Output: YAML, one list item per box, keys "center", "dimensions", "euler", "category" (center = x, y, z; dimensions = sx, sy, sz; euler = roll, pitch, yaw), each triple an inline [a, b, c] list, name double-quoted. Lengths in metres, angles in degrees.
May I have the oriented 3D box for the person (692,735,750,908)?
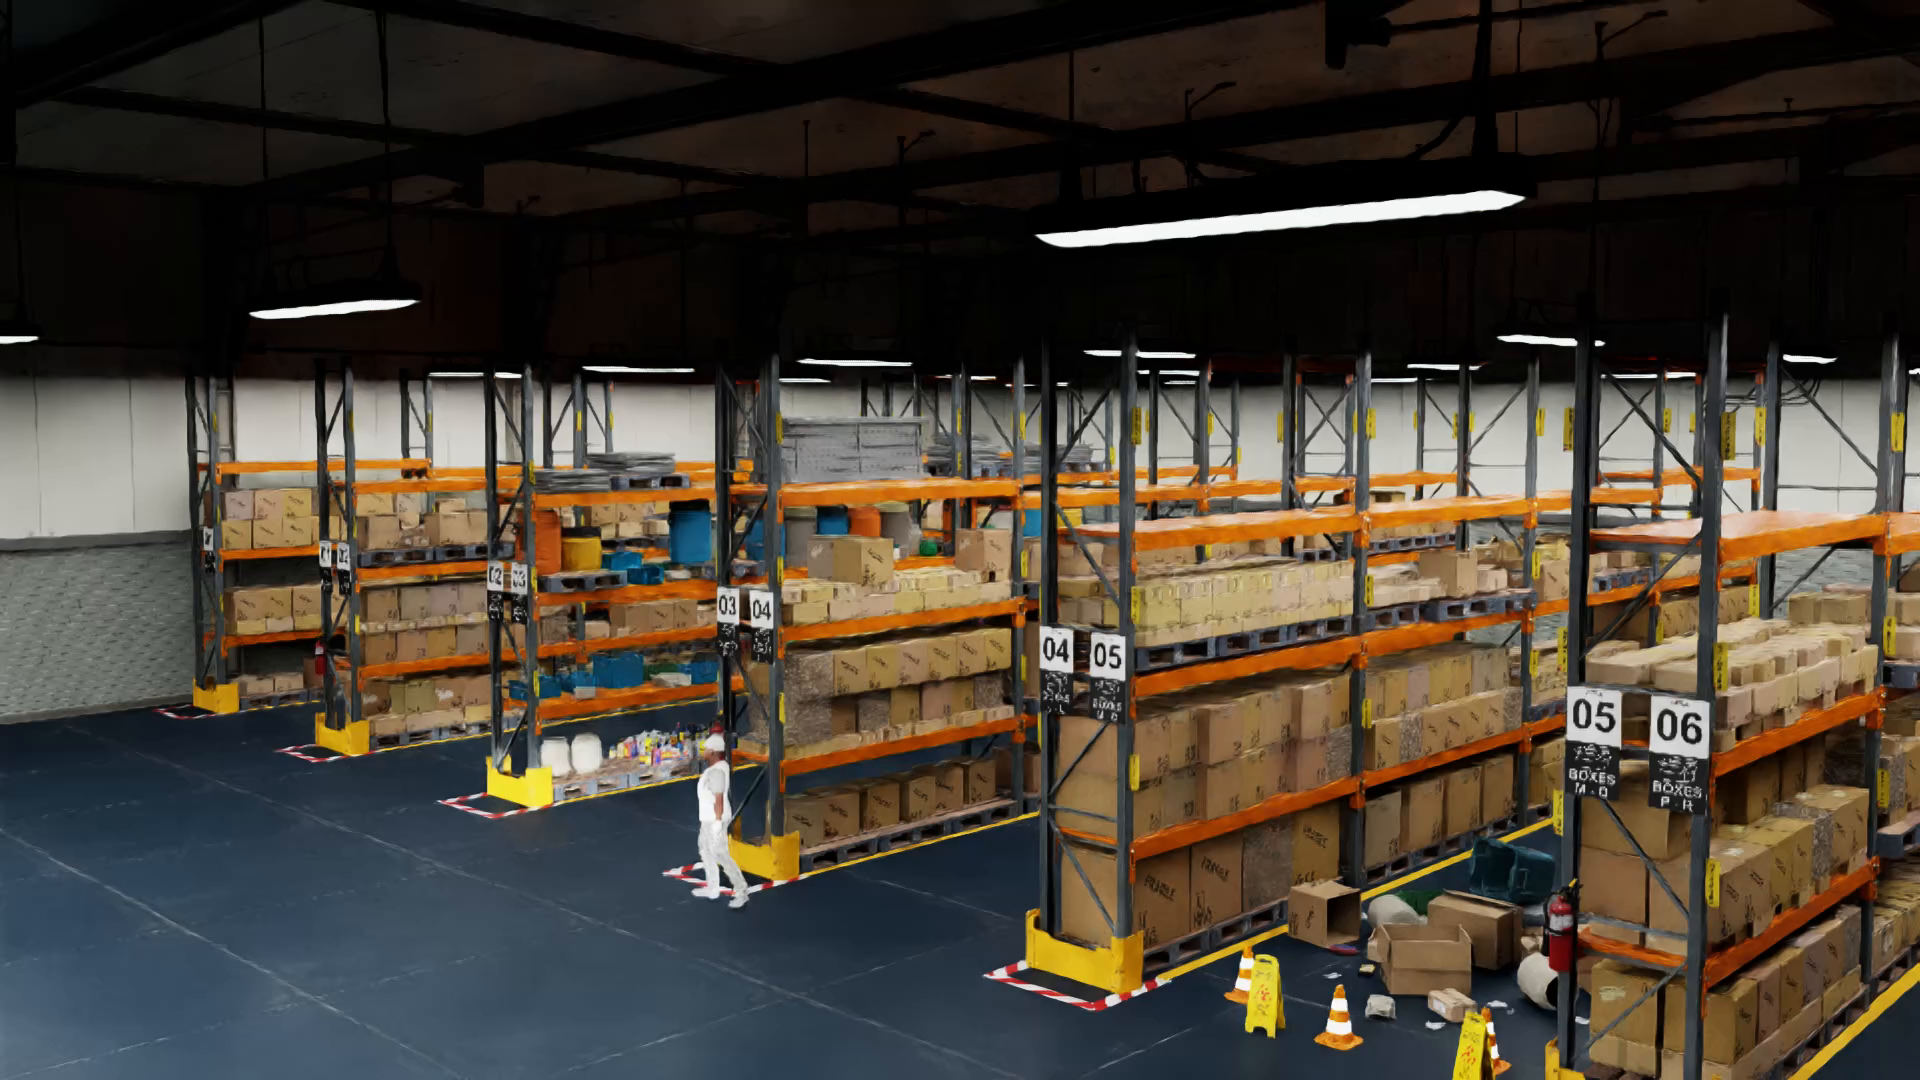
- center: [-2.535, 2.950, 17.520]
  dimensions: [0.636, 1.761, 0.773]
  euler: [0, 4, -4]
  category: "person"
